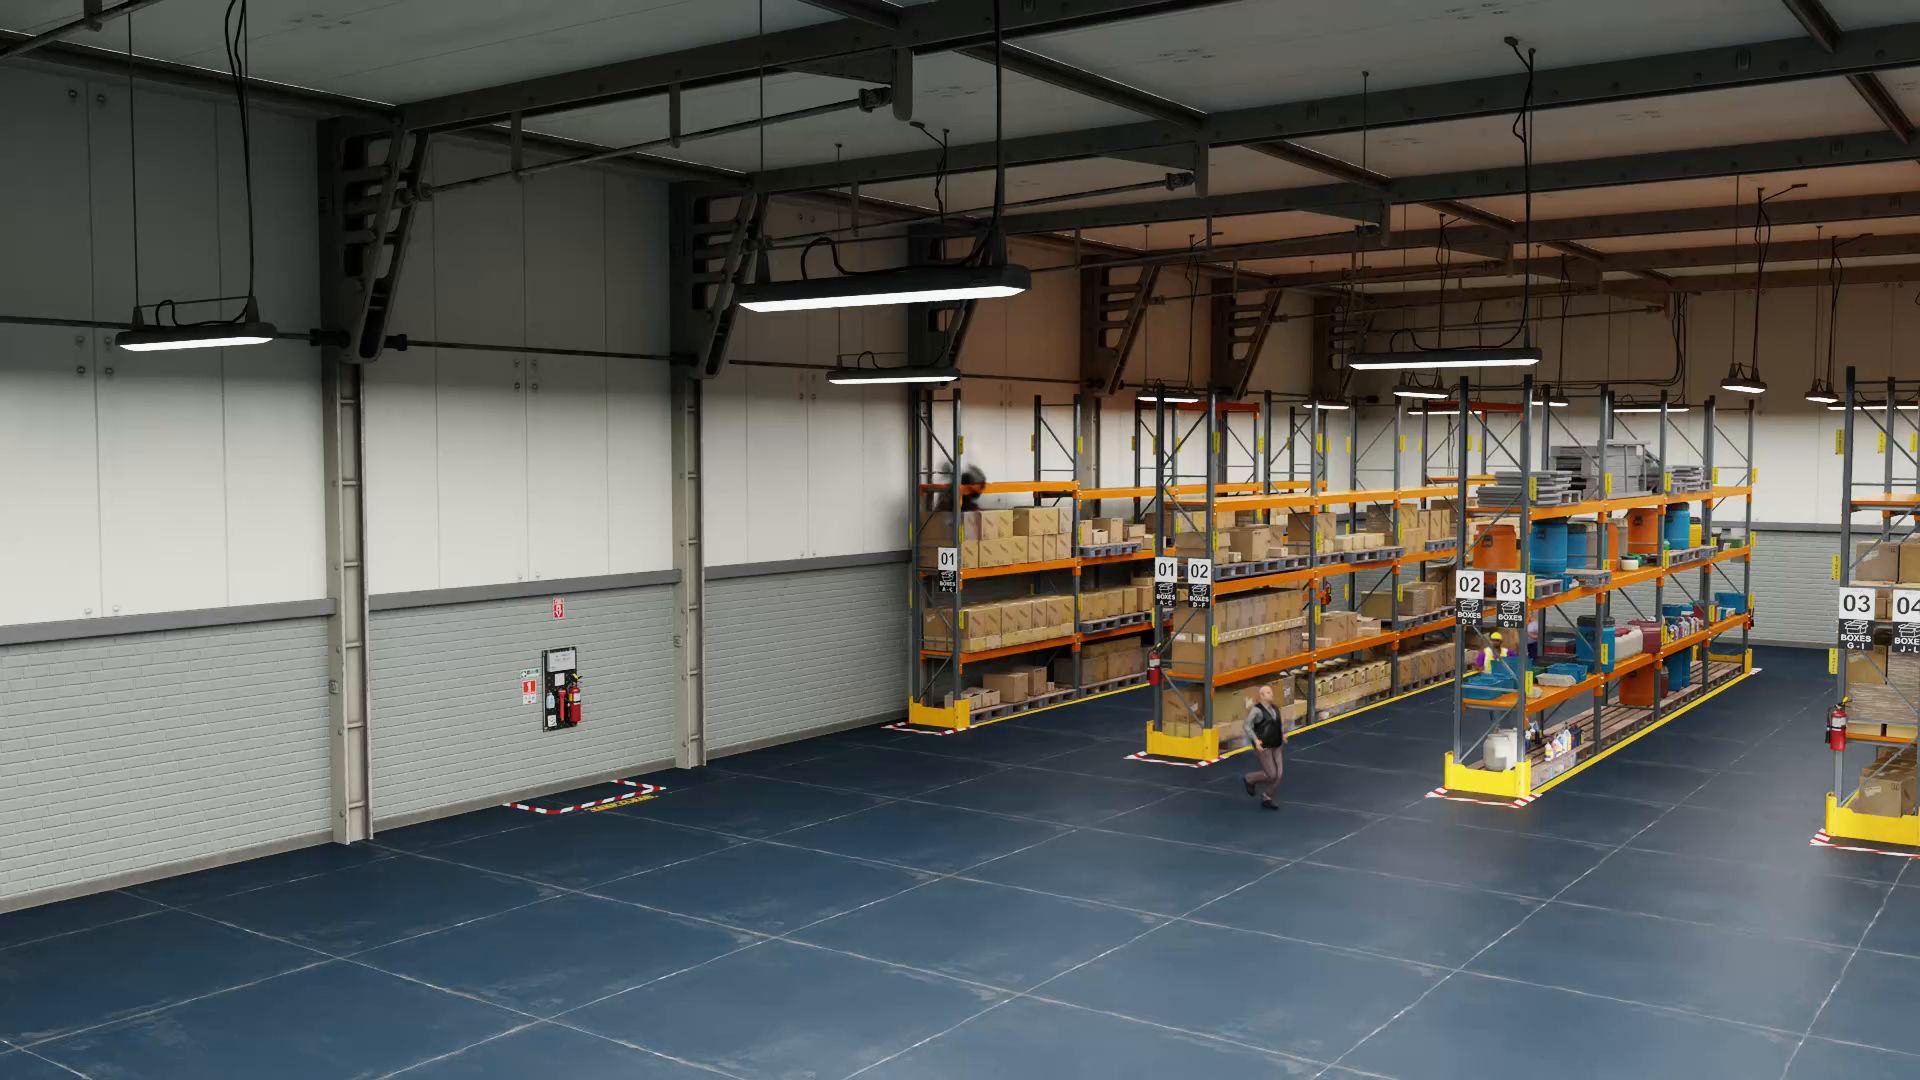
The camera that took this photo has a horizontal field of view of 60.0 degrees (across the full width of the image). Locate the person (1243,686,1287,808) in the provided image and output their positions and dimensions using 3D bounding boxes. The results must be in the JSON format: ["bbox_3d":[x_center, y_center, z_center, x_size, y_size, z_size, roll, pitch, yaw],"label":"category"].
[{"bbox_3d":[4.231,2.859,23.017,0.661,1.676,0.585,-2,4,-35],"label":"person"}]

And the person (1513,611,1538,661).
[{"bbox_3d":[11.518,2.242,33.754,0.594,1.671,0.895,2,4,25],"label":"person"}]

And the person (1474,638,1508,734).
[{"bbox_3d":[9.163,2.481,28.482,0.701,1.727,0.917,2,4,28],"label":"person"}]
